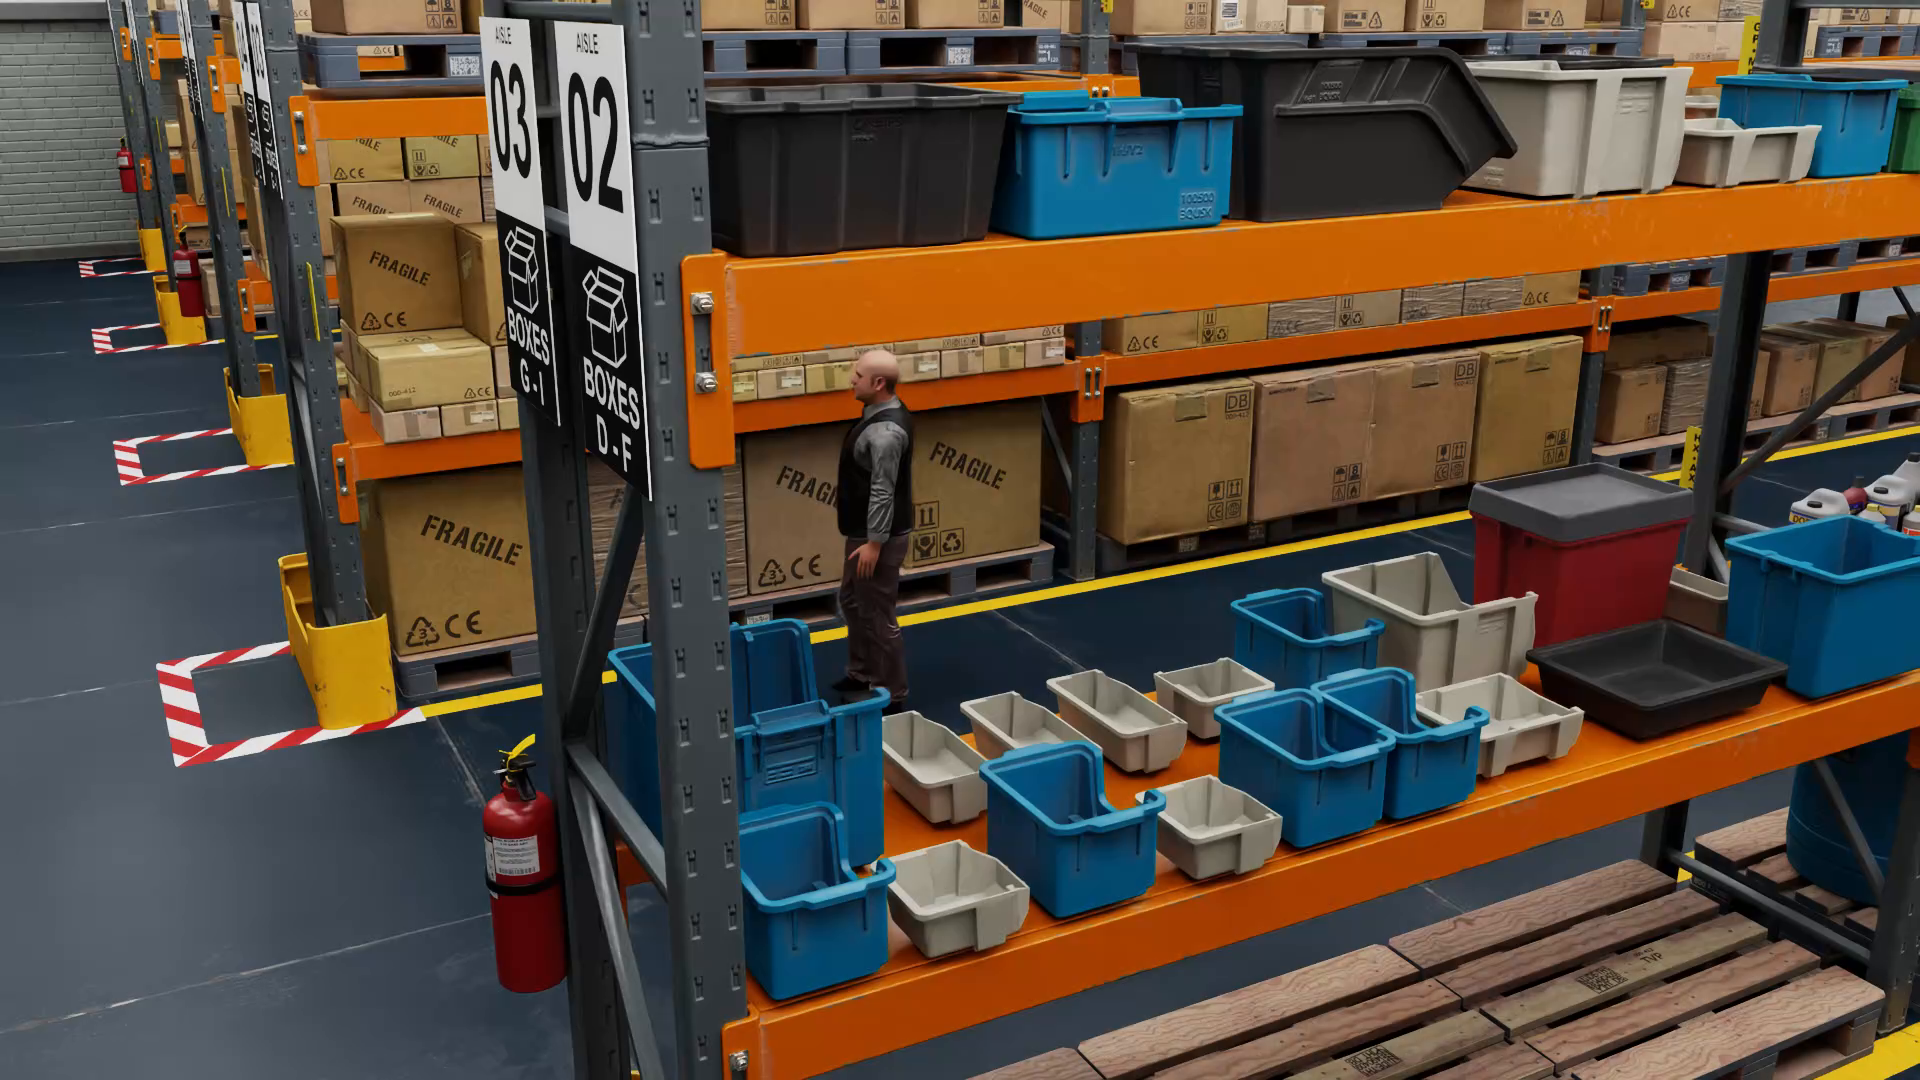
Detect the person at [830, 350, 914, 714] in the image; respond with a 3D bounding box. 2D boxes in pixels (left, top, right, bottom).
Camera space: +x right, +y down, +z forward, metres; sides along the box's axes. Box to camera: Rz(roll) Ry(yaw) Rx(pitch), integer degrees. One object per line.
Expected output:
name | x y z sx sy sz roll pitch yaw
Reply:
person | -0.434 -0.005 7.686 0.444 1.779 0.575 0 18 -1
